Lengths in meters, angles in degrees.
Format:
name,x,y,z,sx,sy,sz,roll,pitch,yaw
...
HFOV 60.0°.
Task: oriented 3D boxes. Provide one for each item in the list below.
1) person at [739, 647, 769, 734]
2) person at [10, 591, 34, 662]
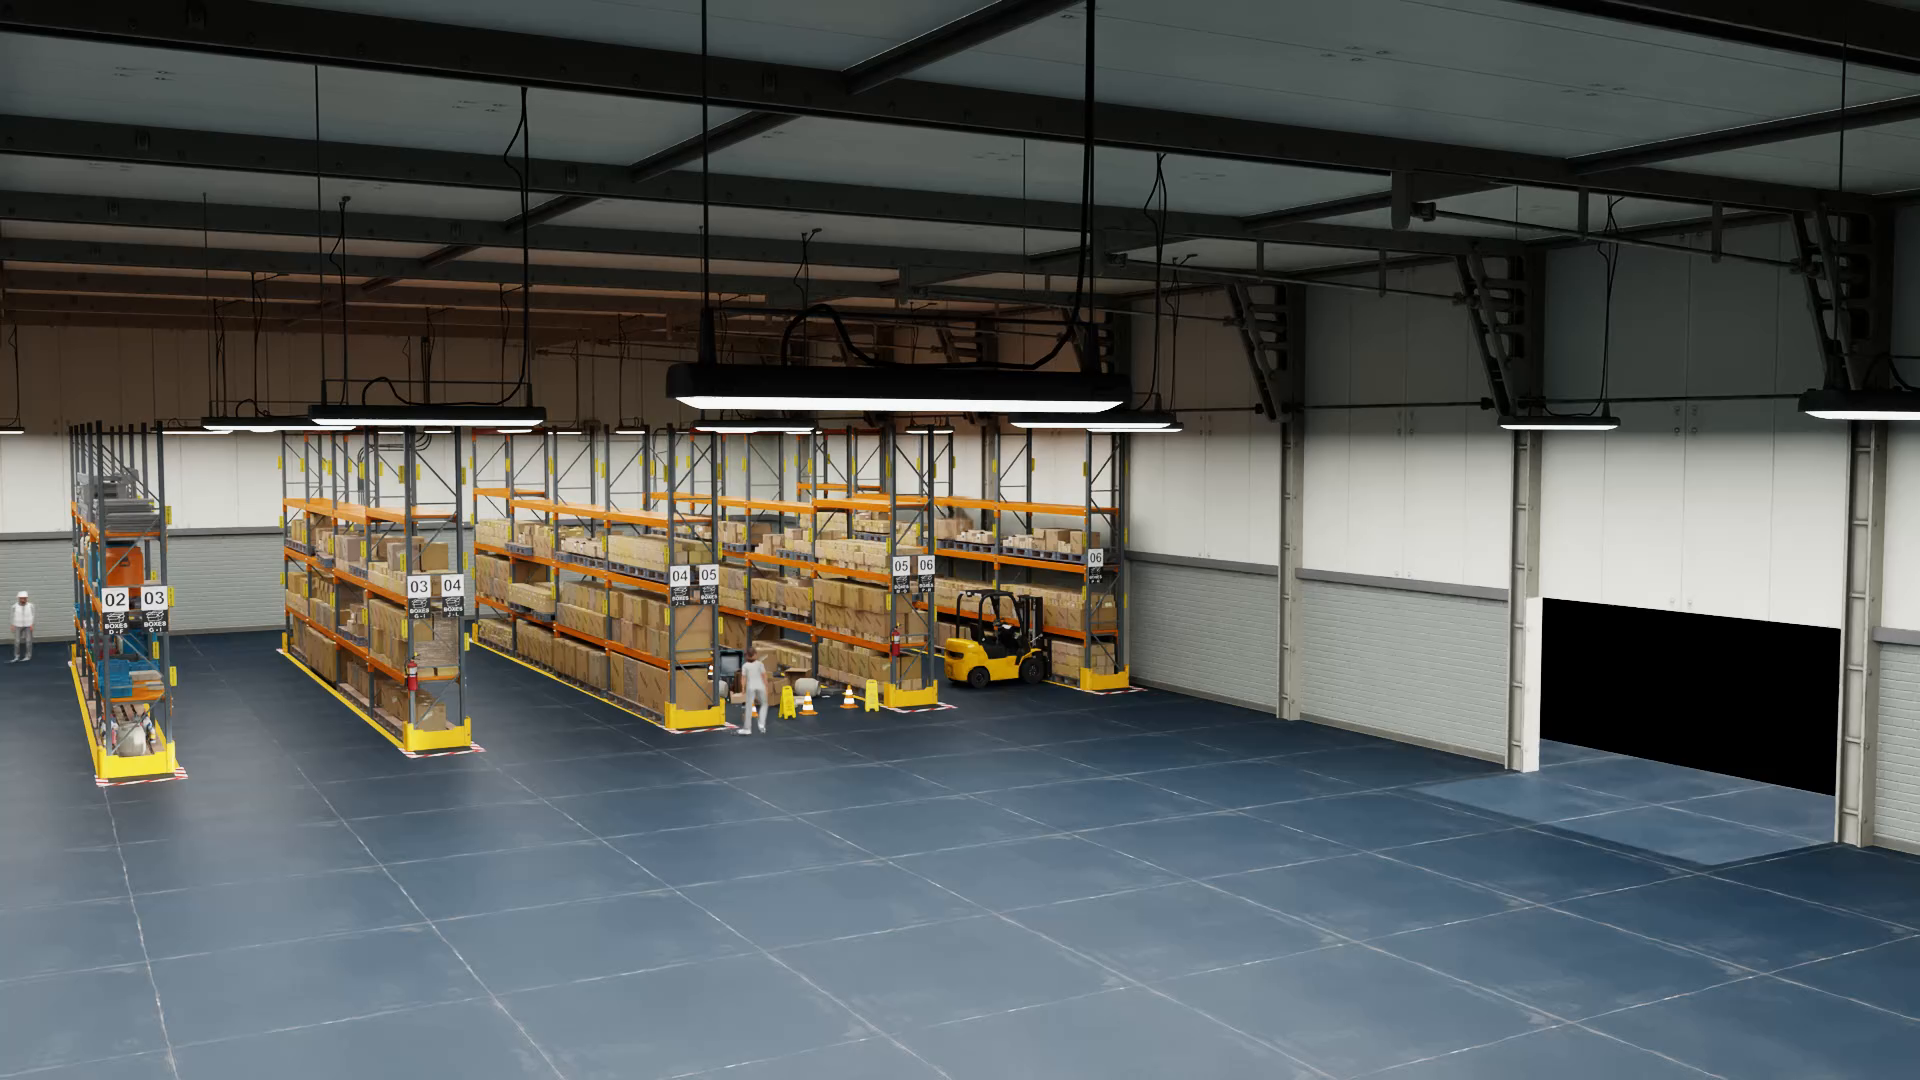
name,x,y,z,sx,sy,sz,roll,pitch,yaw
person,-3.968,2.903,32.002,0.584,1.668,0.406,0,4,-8
person,-23.962,2.209,42.504,0.552,1.798,0.414,-3,4,-38
